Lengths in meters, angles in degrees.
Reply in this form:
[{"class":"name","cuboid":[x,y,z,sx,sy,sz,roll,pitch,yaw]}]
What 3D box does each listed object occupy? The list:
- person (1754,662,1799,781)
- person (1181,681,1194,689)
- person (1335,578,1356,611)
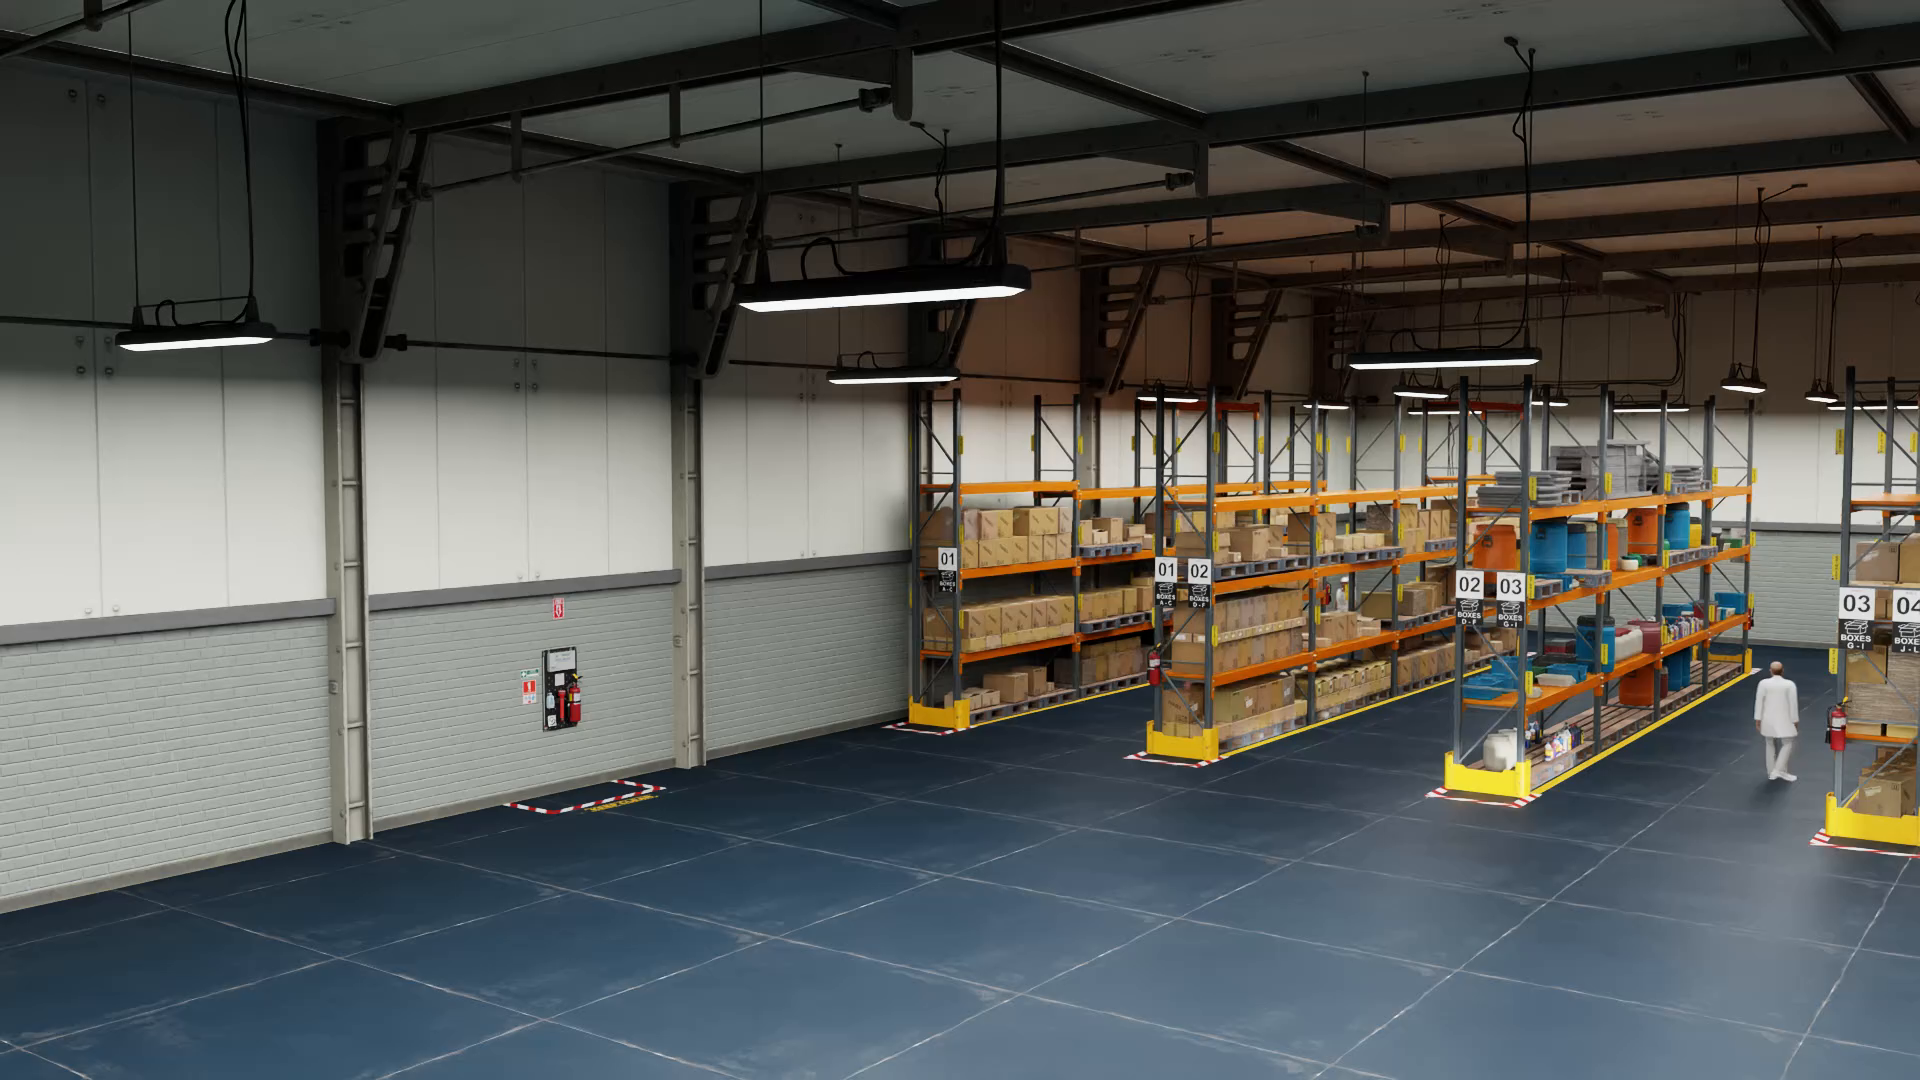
[{"class":"person","cuboid":[12.190,2.686,24.831,0.614,1.741,0.613,2,4,34]},{"class":"person","cuboid":[4.110,2.449,30.271,0.513,1.605,1.054,3,4,39]},{"class":"person","cuboid":[9.406,1.783,40.815,0.628,1.720,1.039,2,4,36]}]
